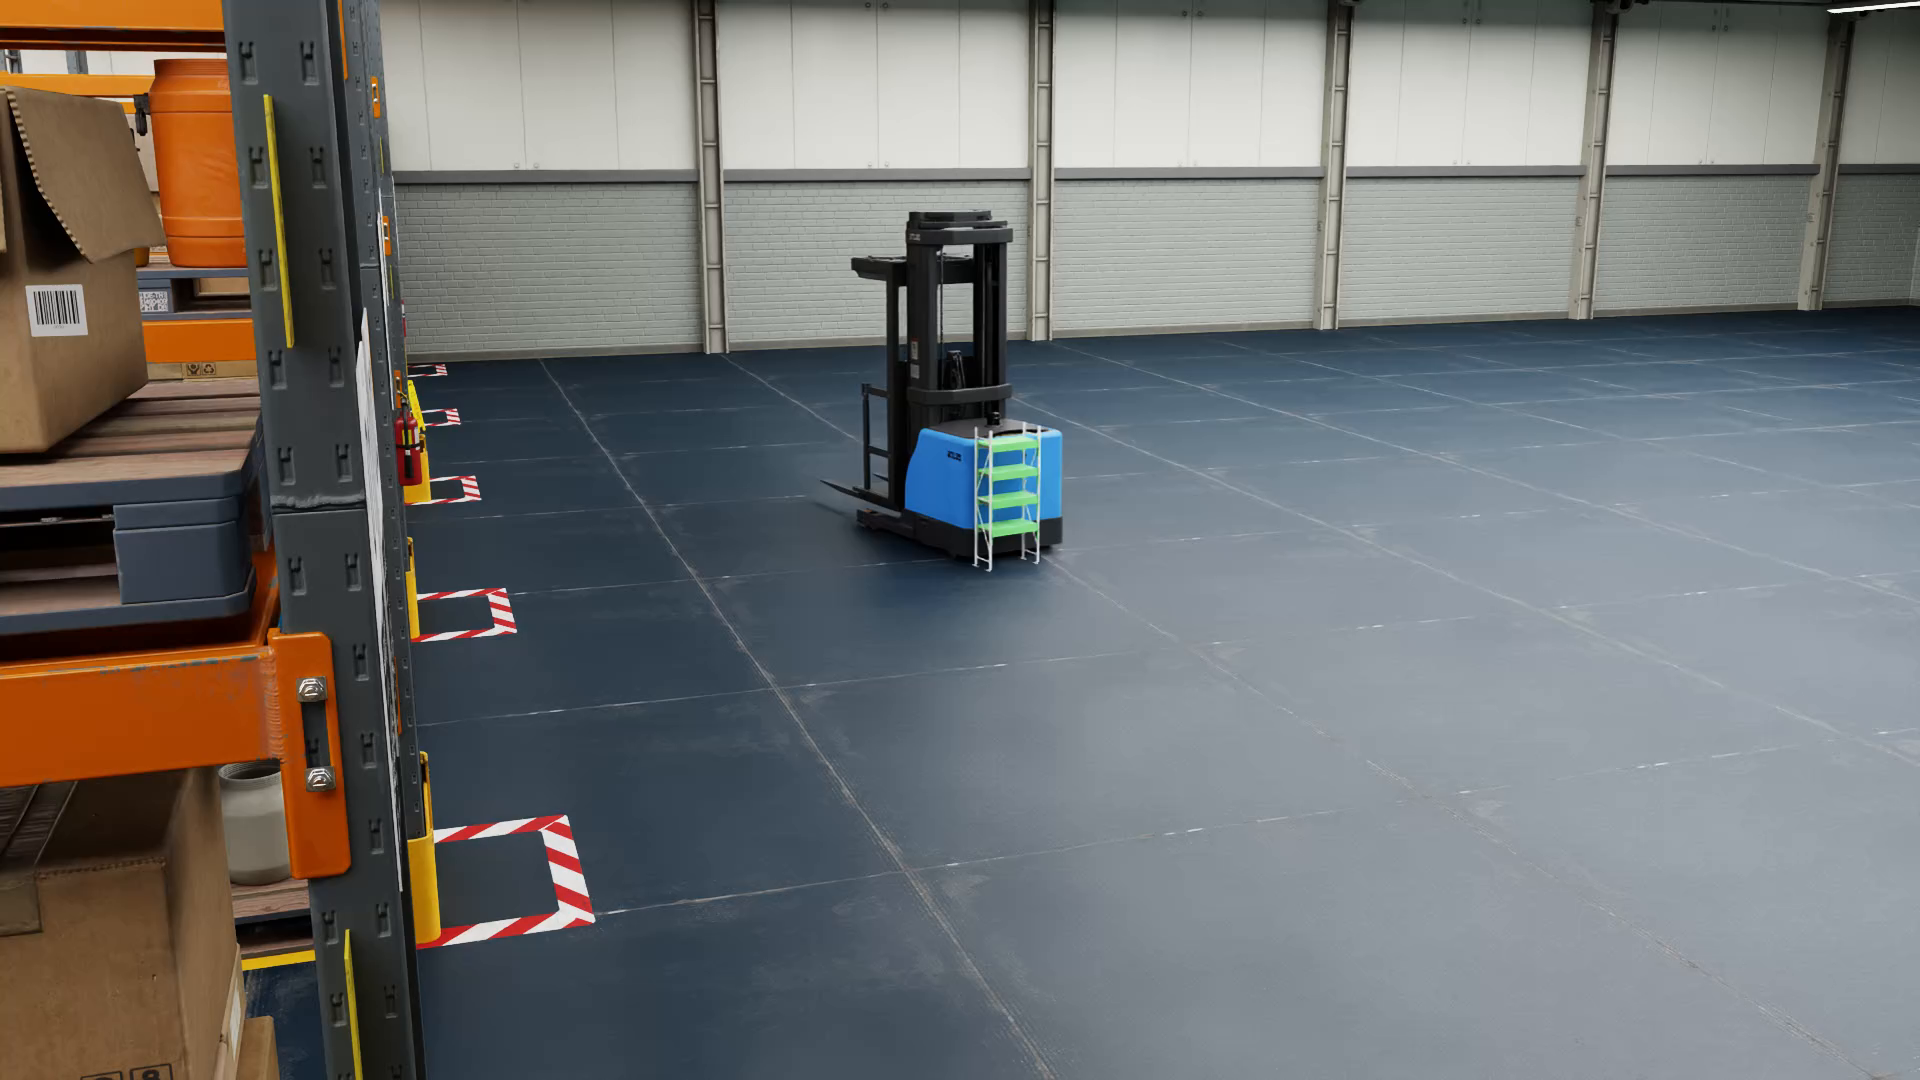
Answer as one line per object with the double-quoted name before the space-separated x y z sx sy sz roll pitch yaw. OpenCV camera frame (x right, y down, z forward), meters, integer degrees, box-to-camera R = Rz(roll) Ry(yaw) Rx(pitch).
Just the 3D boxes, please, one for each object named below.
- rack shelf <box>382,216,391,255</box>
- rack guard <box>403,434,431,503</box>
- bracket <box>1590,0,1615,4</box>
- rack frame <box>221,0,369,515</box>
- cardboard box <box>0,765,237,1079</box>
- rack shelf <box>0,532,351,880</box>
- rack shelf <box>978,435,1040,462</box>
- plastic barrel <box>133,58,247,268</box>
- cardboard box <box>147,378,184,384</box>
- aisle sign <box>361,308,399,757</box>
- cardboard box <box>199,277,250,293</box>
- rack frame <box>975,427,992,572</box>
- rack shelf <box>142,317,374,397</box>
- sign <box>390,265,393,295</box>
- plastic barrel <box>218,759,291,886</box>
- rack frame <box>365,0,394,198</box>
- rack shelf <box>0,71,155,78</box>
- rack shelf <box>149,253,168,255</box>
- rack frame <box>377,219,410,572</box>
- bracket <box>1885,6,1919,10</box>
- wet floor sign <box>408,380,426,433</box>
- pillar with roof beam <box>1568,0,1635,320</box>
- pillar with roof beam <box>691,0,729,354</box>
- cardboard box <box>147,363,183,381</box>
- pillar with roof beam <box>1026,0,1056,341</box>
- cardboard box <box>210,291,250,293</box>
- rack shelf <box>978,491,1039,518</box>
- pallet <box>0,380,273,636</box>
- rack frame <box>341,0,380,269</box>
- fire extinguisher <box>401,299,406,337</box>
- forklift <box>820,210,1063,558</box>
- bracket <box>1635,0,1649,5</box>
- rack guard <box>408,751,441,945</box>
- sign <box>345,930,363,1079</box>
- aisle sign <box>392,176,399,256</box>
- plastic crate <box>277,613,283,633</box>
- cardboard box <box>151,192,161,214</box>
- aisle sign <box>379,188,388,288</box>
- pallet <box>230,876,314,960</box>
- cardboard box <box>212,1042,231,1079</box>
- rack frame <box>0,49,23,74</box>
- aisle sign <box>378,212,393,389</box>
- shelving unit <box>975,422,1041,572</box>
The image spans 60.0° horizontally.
"rack shelf" -7.601 -2.920 16.010 4.000 0.370 1.077 -4 14 -18
"rack guard" -5.683 -0.744 17.191 0.348 0.500 1.175 -4 14 -18
"bracket" 12.552 -10.604 32.498 0.430 0.232 0.235 -4 14 -18
"rack frame" -1.063 -1.609 2.460 0.127 3.000 1.000 -4 14 -18
"cardboard box" -1.560 0.666 2.843 0.500 0.500 0.700 -4 14 -18
"rack shelf" -2.959 0.348 2.270 4.000 0.370 1.077 -4 14 -18
"rack shelf" 0.402 -0.773 14.003 0.480 0.148 0.258 -8 16 -32
"plastic barrel" -3.060 -1.586 7.009 0.708 0.830 0.600 -4 14 -18
"cardboard box" -5.673 -0.931 11.717 0.500 0.500 0.875 -4 14 -18
"aisle sign" -1.099 -0.027 3.156 0.004 0.787 0.394 -4 14 -18
"cardboard box" -7.136 -2.466 16.368 0.550 0.550 0.875 -4 14 -18
"rack frame" 0.196 -0.338 13.971 0.015 1.200 0.240 -8 16 -32
"rack shelf" -4.535 -0.739 6.838 4.000 0.370 1.077 -4 14 -18
"sign" -5.546 -2.517 16.228 0.005 0.325 0.100 -4 14 -18
"plastic barrel" -3.239 1.294 7.687 0.421 0.512 0.421 0 13 0
"rack frame" -5.706 -4.877 16.200 0.127 3.000 1.000 -4 14 -18
"rack shelf" -9.276 -5.456 20.196 4.000 0.370 1.077 -4 14 -18
"rack shelf" -6.115 -1.825 11.405 4.000 0.370 1.077 -4 14 -18
"rack frame" -4.219 -0.863 12.290 0.127 3.000 1.000 -4 14 -18
"bracket" 20.712 -11.239 35.169 3.189 0.066 0.076 -4 14 -18
"wet floor sign" -6.859 -1.671 20.772 0.232 0.644 0.267 0 13 1
"pillar with roof beam" 14.206 -8.017 29.401 0.548 9.000 9.100 -4 14 -18
"pillar with roof beam" -2.854 -6.689 23.816 0.400 9.000 9.100 -4 14 -18
"cardboard box" -5.609 -1.374 11.416 0.500 0.500 0.500 -4 14 -18
"pillar with roof beam" 2.832 -7.131 25.677 0.400 9.000 9.100 -4 14 -18
"cardboard box" -5.304 -1.527 12.060 0.500 0.500 0.500 -4 14 -18
"rack shelf" 0.402 -0.306 14.114 0.480 0.148 0.258 -8 16 -32
"pallet" -1.742 -0.060 2.622 1.213 0.211 1.003 -4 14 -18
"rack frame" -2.640 -2.695 7.028 0.127 3.000 1.000 -4 14 -18
"fire extinguisher" -7.125 -2.906 21.047 0.183 0.674 0.296 -4 14 -18
"forklift" -0.309 -1.562 15.377 1.130 2.935 3.031 -8 16 -32
"bracket" 13.339 -10.665 32.755 0.430 0.232 0.235 -4 14 -18
"rack guard" -2.697 1.455 7.945 0.348 0.500 1.175 -4 14 -18
"sign" -0.904 0.751 2.488 0.005 0.325 0.100 -4 14 -18
"aisle sign" -5.734 -3.294 16.892 0.004 0.787 0.394 -4 14 -18
"plastic crate" -3.019 0.398 7.309 0.616 0.251 0.499 -4 14 -18
"cardboard box" -5.396 -2.302 11.319 0.250 0.149 0.380 -4 14 -17
"aisle sign" -4.256 -2.198 12.285 0.004 0.787 0.394 -4 14 -18
"pallet" -3.468 1.654 7.731 1.213 0.211 1.003 -4 14 -18
"cardboard box" -1.365 1.016 2.773 0.250 0.149 0.380 -5 14 -19
"rack frame" -11.171 -5.660 19.492 0.127 3.000 1.000 -4 14 -18
"aisle sign" -2.665 -1.111 7.714 0.004 0.787 0.394 -4 14 -18
"shelving unit" 0.402 -0.369 14.099 0.503 1.200 0.258 -8 16 -32
